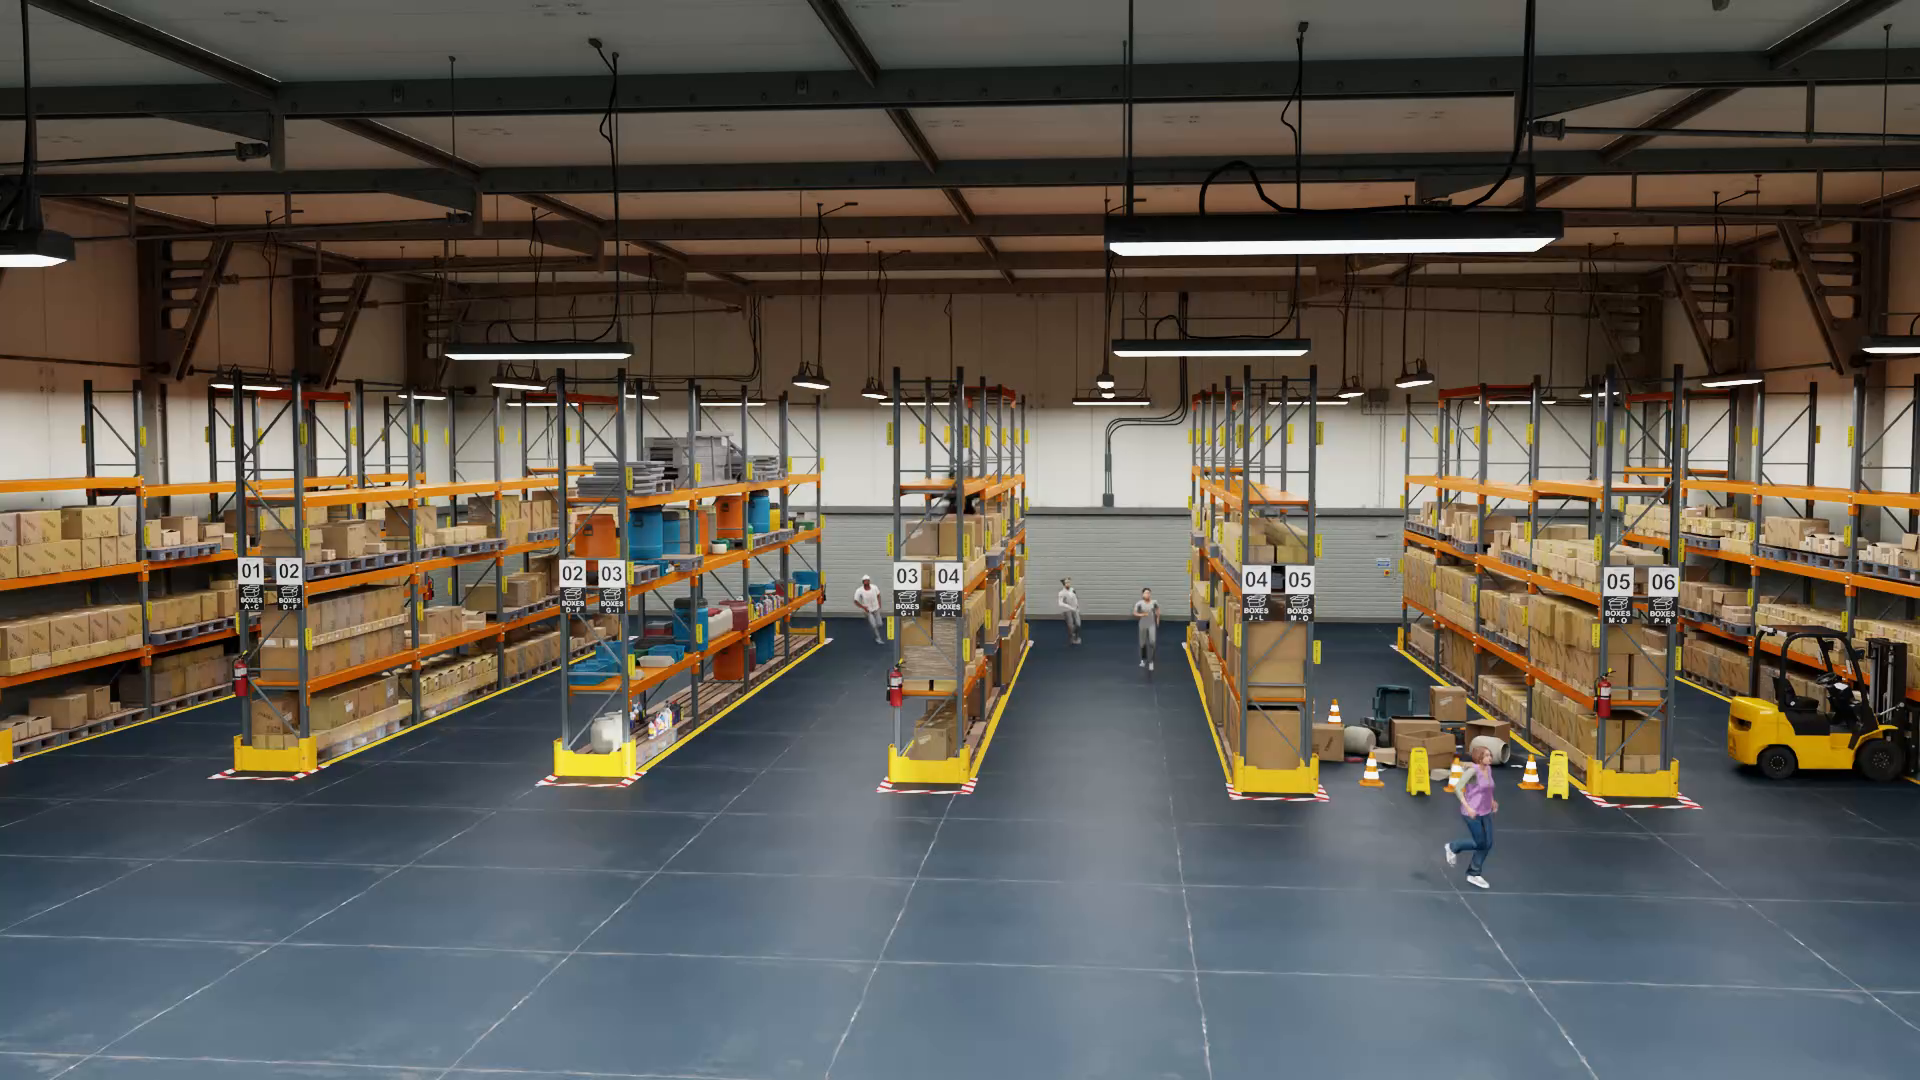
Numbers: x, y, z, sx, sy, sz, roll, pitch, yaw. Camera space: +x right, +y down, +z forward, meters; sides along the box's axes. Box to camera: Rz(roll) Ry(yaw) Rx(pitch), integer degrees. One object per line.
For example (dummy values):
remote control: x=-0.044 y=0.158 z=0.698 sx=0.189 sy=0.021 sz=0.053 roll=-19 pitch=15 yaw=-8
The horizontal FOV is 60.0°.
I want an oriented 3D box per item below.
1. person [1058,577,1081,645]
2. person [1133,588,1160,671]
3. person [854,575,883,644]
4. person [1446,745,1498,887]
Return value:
person: x=2.645 y=1.703 z=39.806 sx=0.642 sy=1.638 sz=0.547 roll=-1 pitch=4 yaw=-22
person: x=3.871 y=1.824 z=34.489 sx=0.580 sy=1.688 sz=0.778 roll=0 pitch=4 yaw=2
person: x=-2.214 y=1.674 z=40.147 sx=0.737 sy=1.671 sz=0.600 roll=-2 pitch=4 yaw=-25
person: x=5.756 y=3.073 z=18.704 sx=0.559 sy=1.565 sz=0.559 roll=-3 pitch=5 yaw=-40
